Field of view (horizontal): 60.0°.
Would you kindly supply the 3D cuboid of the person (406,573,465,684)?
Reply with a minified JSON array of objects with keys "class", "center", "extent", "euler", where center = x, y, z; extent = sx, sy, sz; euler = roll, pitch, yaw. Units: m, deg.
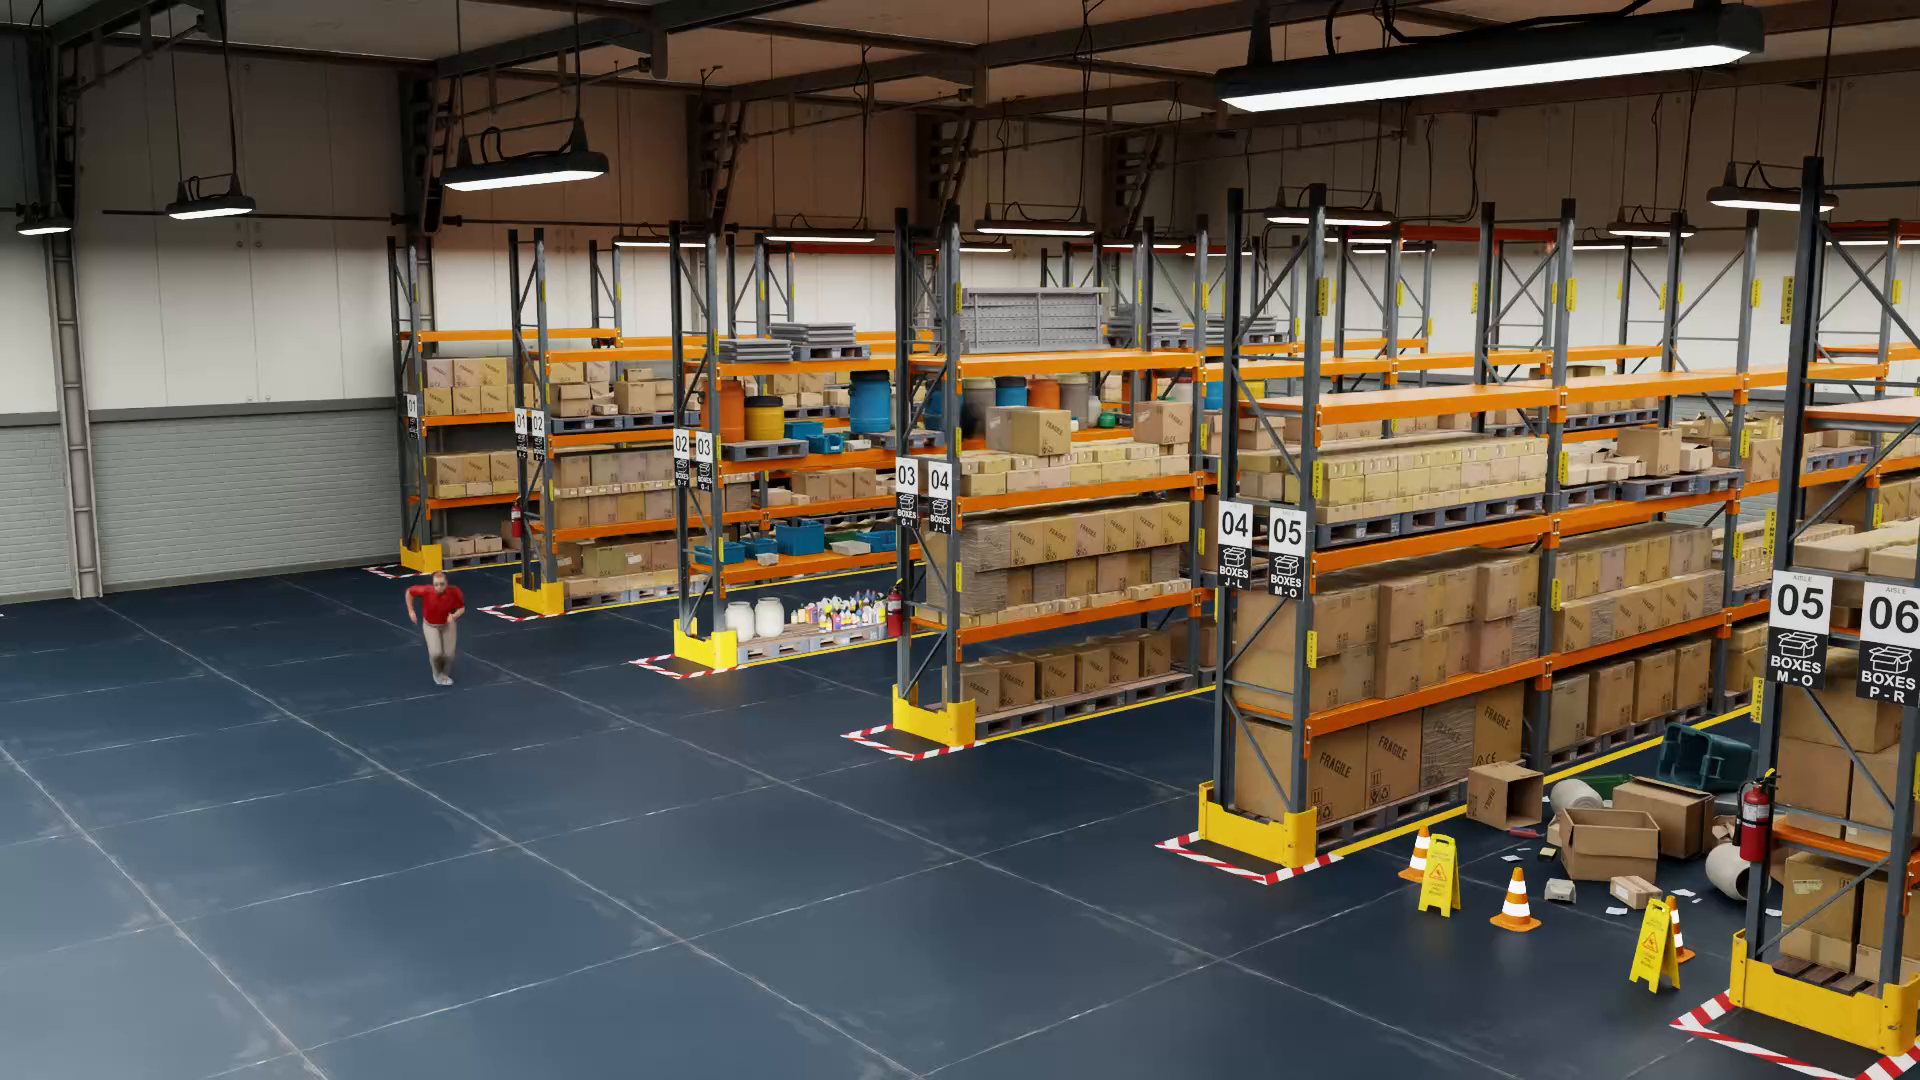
[{"class":"person","center":[-6.681,1.147,21.229],"extent":[0.697,1.551,0.921],"euler":[-4,9,-22]}]
